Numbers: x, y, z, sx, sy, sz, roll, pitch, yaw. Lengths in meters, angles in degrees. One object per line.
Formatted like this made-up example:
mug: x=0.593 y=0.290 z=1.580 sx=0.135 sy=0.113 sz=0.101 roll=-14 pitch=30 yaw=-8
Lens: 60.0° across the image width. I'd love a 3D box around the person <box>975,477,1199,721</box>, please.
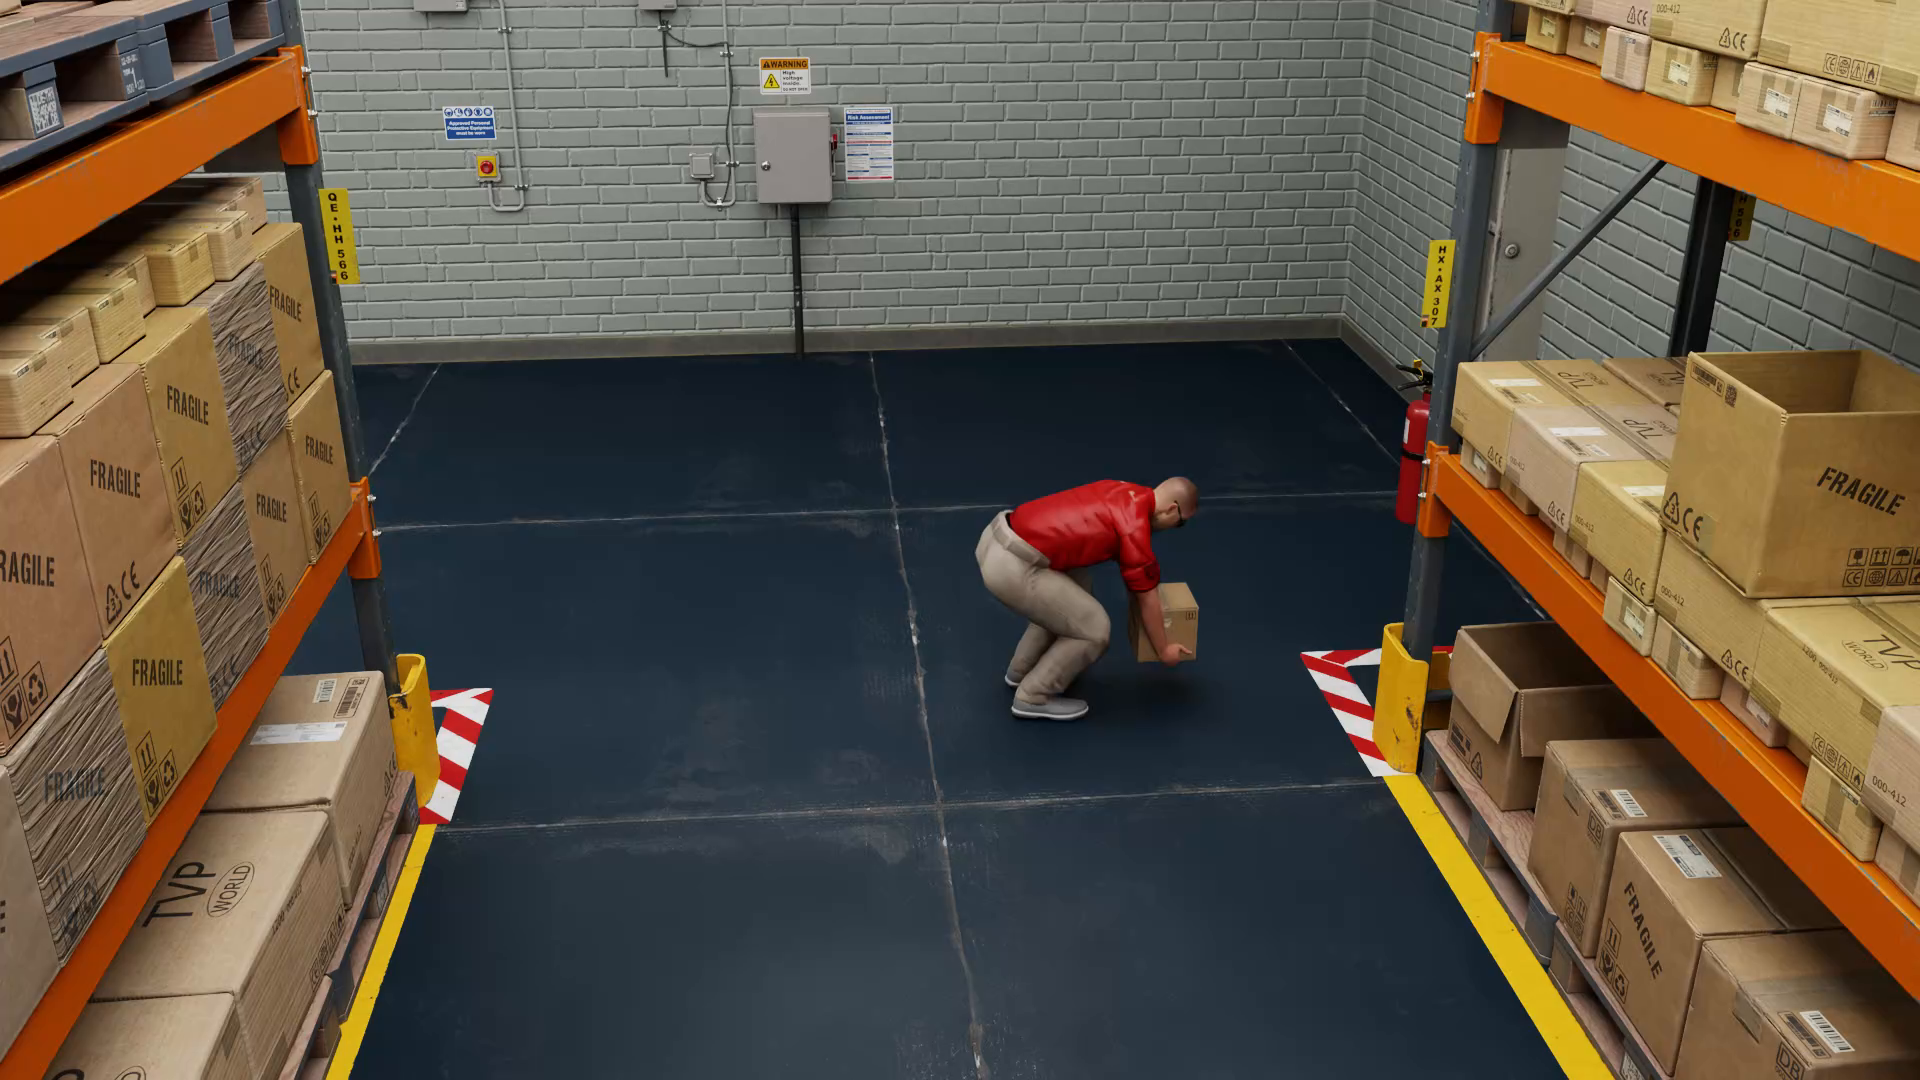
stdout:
person: x=0.536 y=0.226 z=7.032 sx=0.938 sy=0.990 sz=0.542 roll=-3 pitch=24 yaw=-7
